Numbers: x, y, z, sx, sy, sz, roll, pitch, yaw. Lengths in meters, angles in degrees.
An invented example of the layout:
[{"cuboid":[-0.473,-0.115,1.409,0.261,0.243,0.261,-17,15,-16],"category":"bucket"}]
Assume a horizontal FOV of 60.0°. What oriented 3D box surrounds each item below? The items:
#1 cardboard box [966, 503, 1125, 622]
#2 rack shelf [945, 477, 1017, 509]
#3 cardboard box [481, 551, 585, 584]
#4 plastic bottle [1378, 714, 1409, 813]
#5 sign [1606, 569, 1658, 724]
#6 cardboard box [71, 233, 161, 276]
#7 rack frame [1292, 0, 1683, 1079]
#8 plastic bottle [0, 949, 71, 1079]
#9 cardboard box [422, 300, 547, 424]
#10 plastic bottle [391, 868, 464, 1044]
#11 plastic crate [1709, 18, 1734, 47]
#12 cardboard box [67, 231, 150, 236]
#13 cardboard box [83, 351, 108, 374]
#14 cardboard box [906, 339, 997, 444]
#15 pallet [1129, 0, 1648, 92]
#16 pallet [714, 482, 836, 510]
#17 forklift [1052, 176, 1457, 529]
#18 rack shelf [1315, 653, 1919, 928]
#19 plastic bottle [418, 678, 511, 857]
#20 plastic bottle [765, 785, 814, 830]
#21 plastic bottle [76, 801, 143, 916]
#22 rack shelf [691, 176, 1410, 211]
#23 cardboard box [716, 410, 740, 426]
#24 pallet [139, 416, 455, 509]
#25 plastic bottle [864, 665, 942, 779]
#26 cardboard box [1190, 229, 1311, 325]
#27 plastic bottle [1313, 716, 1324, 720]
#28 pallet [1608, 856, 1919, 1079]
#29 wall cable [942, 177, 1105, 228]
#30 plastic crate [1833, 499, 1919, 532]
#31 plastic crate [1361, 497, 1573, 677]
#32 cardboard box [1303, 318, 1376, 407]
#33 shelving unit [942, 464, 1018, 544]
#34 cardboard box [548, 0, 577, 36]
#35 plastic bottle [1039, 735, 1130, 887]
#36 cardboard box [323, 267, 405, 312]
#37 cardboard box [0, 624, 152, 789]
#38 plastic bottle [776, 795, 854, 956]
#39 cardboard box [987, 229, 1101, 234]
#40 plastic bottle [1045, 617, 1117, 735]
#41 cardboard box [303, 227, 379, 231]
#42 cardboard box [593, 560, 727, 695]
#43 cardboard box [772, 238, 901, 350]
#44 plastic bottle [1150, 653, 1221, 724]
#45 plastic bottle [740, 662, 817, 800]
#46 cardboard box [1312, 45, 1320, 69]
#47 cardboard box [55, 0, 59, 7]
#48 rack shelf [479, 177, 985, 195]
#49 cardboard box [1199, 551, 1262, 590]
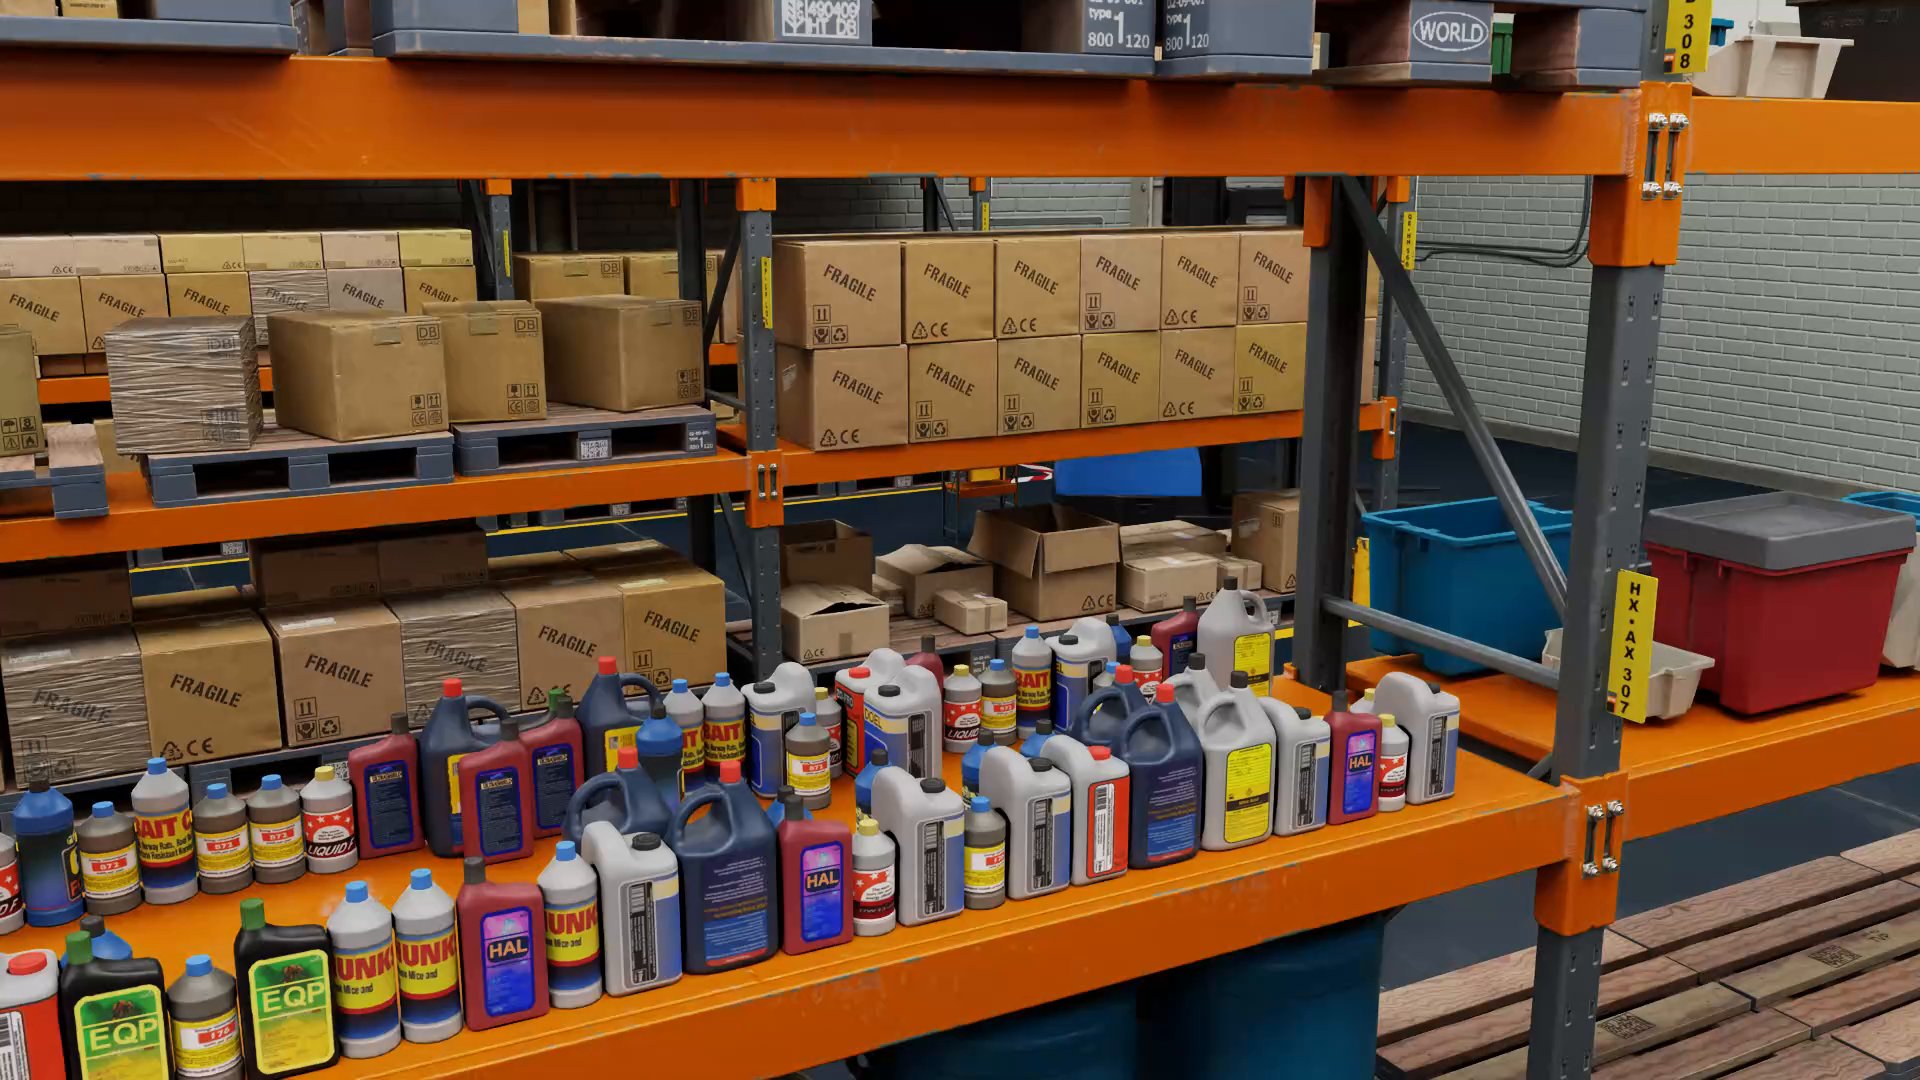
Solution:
[{"cuboid":[0.476,0.110,9.473,0.637,0.503,0.797,-7,14,-28],"category":"cardboard box"},{"cuboid":[0.145,-0.343,12.113,0.480,0.148,0.258,-7,14,-28],"category":"rack shelf"},{"cuboid":[-2.175,0.372,8.314,0.500,0.500,0.500,-7,14,-27],"category":"cardboard box"},{"cuboid":[0.920,0.478,3.604,0.097,0.201,0.097,0,13,0],"category":"plastic bottle"},{"cuboid":[1.461,0.231,3.618,0.005,0.325,0.100,-7,14,-28],"category":"sign"},{"cuboid":[-5.628,-1.906,11.087,0.500,0.250,0.500,-7,14,-27],"category":"cardboard box"},{"cuboid":[1.199,0.260,4.121,0.127,3.000,1.000,-7,14,-28],"category":"rack frame"},{"cuboid":[-1.371,0.710,2.406,0.135,0.276,0.152,-7,14,-28],"category":"plastic bottle"},{"cuboid":[-2.267,-0.857,7.901,0.500,0.500,0.700,-4,13,-19],"category":"cardboard box"},{"cuboid":[-0.851,0.657,2.653,0.097,0.271,0.097,0,13,0],"category":"plastic bottle"},{"cuboid":[1.845,-1.279,4.509,0.300,0.233,0.416,-7,14,-28],"category":"plastic crate"},{"cuboid":[-5.877,-2.002,11.516,0.500,0.250,0.500,-7,15,-29],"category":"cardboard box"},{"cuboid":[-5.774,-1.221,11.229,0.250,0.149,0.380,-6,14,-27],"category":"cardboard box"},{"cuboid":[-0.145,-0.799,8.600,0.500,0.500,0.500,-7,14,-27],"category":"cardboard box"},{"cuboid":[0.558,-1.010,3.362,1.003,0.211,1.213,-7,14,-28],"category":"pallet"},{"cuboid":[-1.771,-0.483,13.773,1.213,0.211,1.003,-7,14,-28],"category":"pallet"},{"cuboid":[2.225,-1.557,12.353,3.031,2.935,1.130,0,13,2],"category":"forklift"},{"cuboid":[2.955,0.401,5.135,4.000,0.370,1.077,-7,14,-28],"category":"rack shelf"},{"cuboid":[-0.998,0.451,3.384,0.185,0.351,0.144,-7,14,-28],"category":"plastic bottle"},{"cuboid":[-0.312,0.577,3.008,0.097,0.271,0.097,0,13,0],"category":"plastic bottle"},{"cuboid":[-1.592,0.590,3.110,0.097,0.201,0.097,0,13,0],"category":"plastic bottle"},{"cuboid":[0.585,-2.018,9.049,4.000,0.370,1.077,-7,14,-28],"category":"rack shelf"},{"cuboid":[-1.948,-0.799,13.564,0.500,0.500,0.700,-6,14,-27],"category":"cardboard box"},{"cuboid":[-2.977,-0.386,7.428,1.213,0.211,1.003,-7,14,-28],"category":"pallet"},{"cuboid":[-0.129,0.423,3.681,0.135,0.276,0.152,-7,14,-28],"category":"plastic bottle"},{"cuboid":[1.638,-1.499,9.433,0.500,0.500,0.500,-6,14,-26],"category":"cardboard box"},{"cuboid":[0.773,0.481,3.594,0.097,0.201,0.097,0,13,0],"category":"plastic bottle"},{"cuboid":[2.898,1.407,5.378,1.213,0.211,1.003,-7,14,-28],"category":"pallet"},{"cuboid":[0.634,-2.882,15.771,1.851,1.984,0.084,-7,14,-28],"category":"wall cable"},{"cuboid":[2.917,0.025,5.413,0.300,0.233,0.416,-7,14,-28],"category":"plastic crate"},{"cuboid":[1.446,0.124,4.626,0.575,0.384,0.392,-7,14,-28],"category":"plastic crate"},{"cuboid":[2.077,-1.065,9.780,0.500,0.500,0.500,-6,14,-26],"category":"cardboard box"},{"cuboid":[0.145,-0.603,12.055,0.503,1.200,0.258,-7,14,-28],"category":"shelving unit"},{"cuboid":[-1.648,-2.422,7.794,0.600,0.600,0.600,-8,15,-33],"category":"cardboard box"},{"cuboid":[0.245,0.516,3.267,0.135,0.276,0.152,-7,14,-28],"category":"plastic bottle"},{"cuboid":[-4.275,-1.700,11.880,0.500,0.500,0.500,-7,14,-27],"category":"cardboard box"},{"cuboid":[-3.688,0.682,6.938,0.500,0.500,0.500,-7,15,-30],"category":"cardboard box"},{"cuboid":[-0.258,0.584,2.947,0.133,0.283,0.061,-7,14,-28],"category":"plastic bottle"},{"cuboid":[0.482,-1.494,9.413,0.500,0.500,0.500,-7,14,-28],"category":"cardboard box"},{"cuboid":[0.289,0.335,4.073,0.135,0.276,0.152,-7,14,-28],"category":"plastic bottle"},{"cuboid":[-4.532,-2.164,12.234,0.500,0.250,0.500,-7,14,-27],"category":"cardboard box"},{"cuboid":[-1.467,0.417,8.114,0.500,0.500,0.500,-7,14,-28],"category":"cardboard box"},{"cuboid":[-0.622,-1.227,8.223,0.500,0.500,0.500,-6,14,-26],"category":"cardboard box"},{"cuboid":[0.480,0.416,3.540,0.185,0.351,0.144,-7,14,-28],"category":"plastic bottle"},{"cuboid":[-0.406,0.418,3.703,0.135,0.276,0.152,-7,14,-28],"category":"plastic bottle"},{"cuboid":[2.011,-2.646,9.408,0.500,0.250,0.500,-7,14,-28],"category":"cardboard box"},{"cuboid":[-3.401,-2.426,6.719,0.500,0.500,0.500,-7,14,-28],"category":"cardboard box"},{"cuboid":[-1.792,-2.972,13.289,4.000,0.370,1.077,-7,14,-28],"category":"rack shelf"},{"cuboid":[1.582,0.182,9.919,0.250,0.166,0.380,-7,14,-28],"category":"cardboard box"}]
